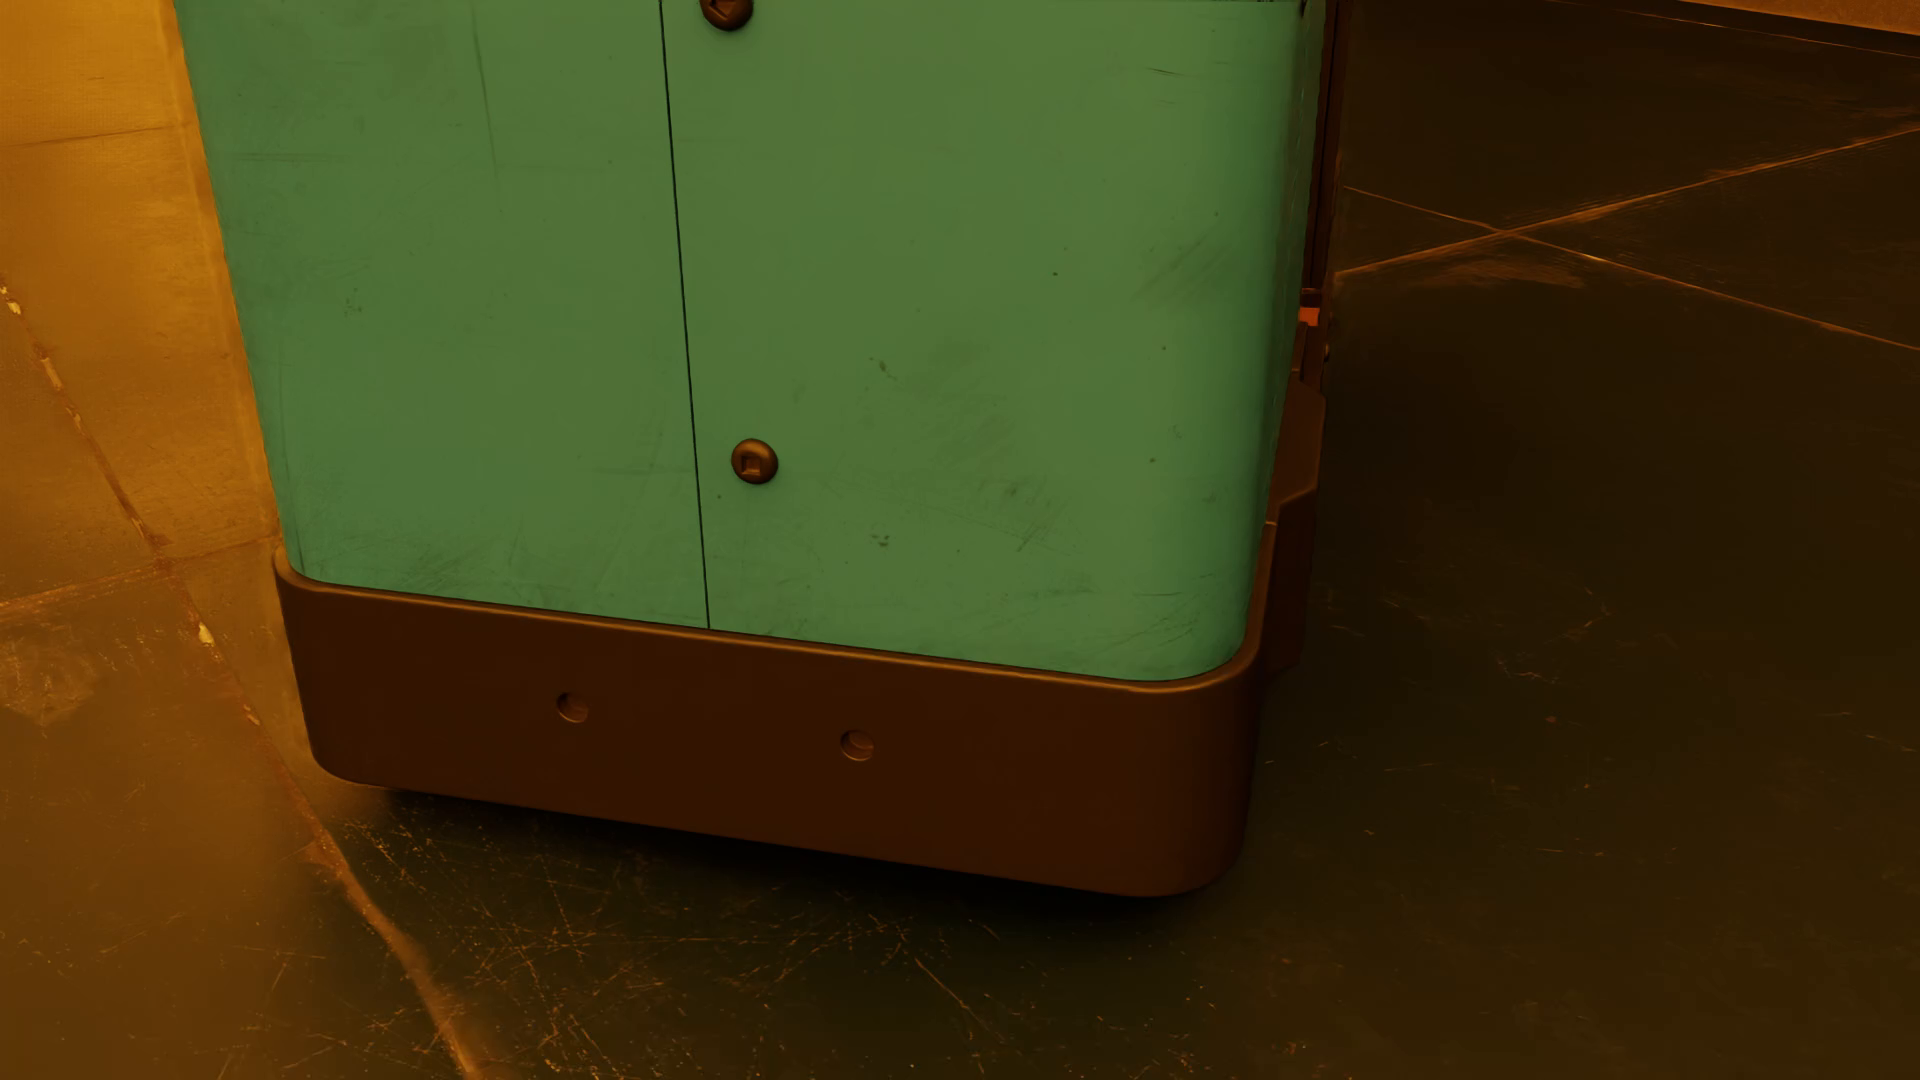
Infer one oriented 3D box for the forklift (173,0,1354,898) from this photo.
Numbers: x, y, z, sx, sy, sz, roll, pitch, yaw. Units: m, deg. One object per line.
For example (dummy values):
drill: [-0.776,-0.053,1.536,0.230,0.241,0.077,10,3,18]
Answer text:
forklift: [0.101,-1.598,2.417,1.130,2.935,3.031,6,27,12]
